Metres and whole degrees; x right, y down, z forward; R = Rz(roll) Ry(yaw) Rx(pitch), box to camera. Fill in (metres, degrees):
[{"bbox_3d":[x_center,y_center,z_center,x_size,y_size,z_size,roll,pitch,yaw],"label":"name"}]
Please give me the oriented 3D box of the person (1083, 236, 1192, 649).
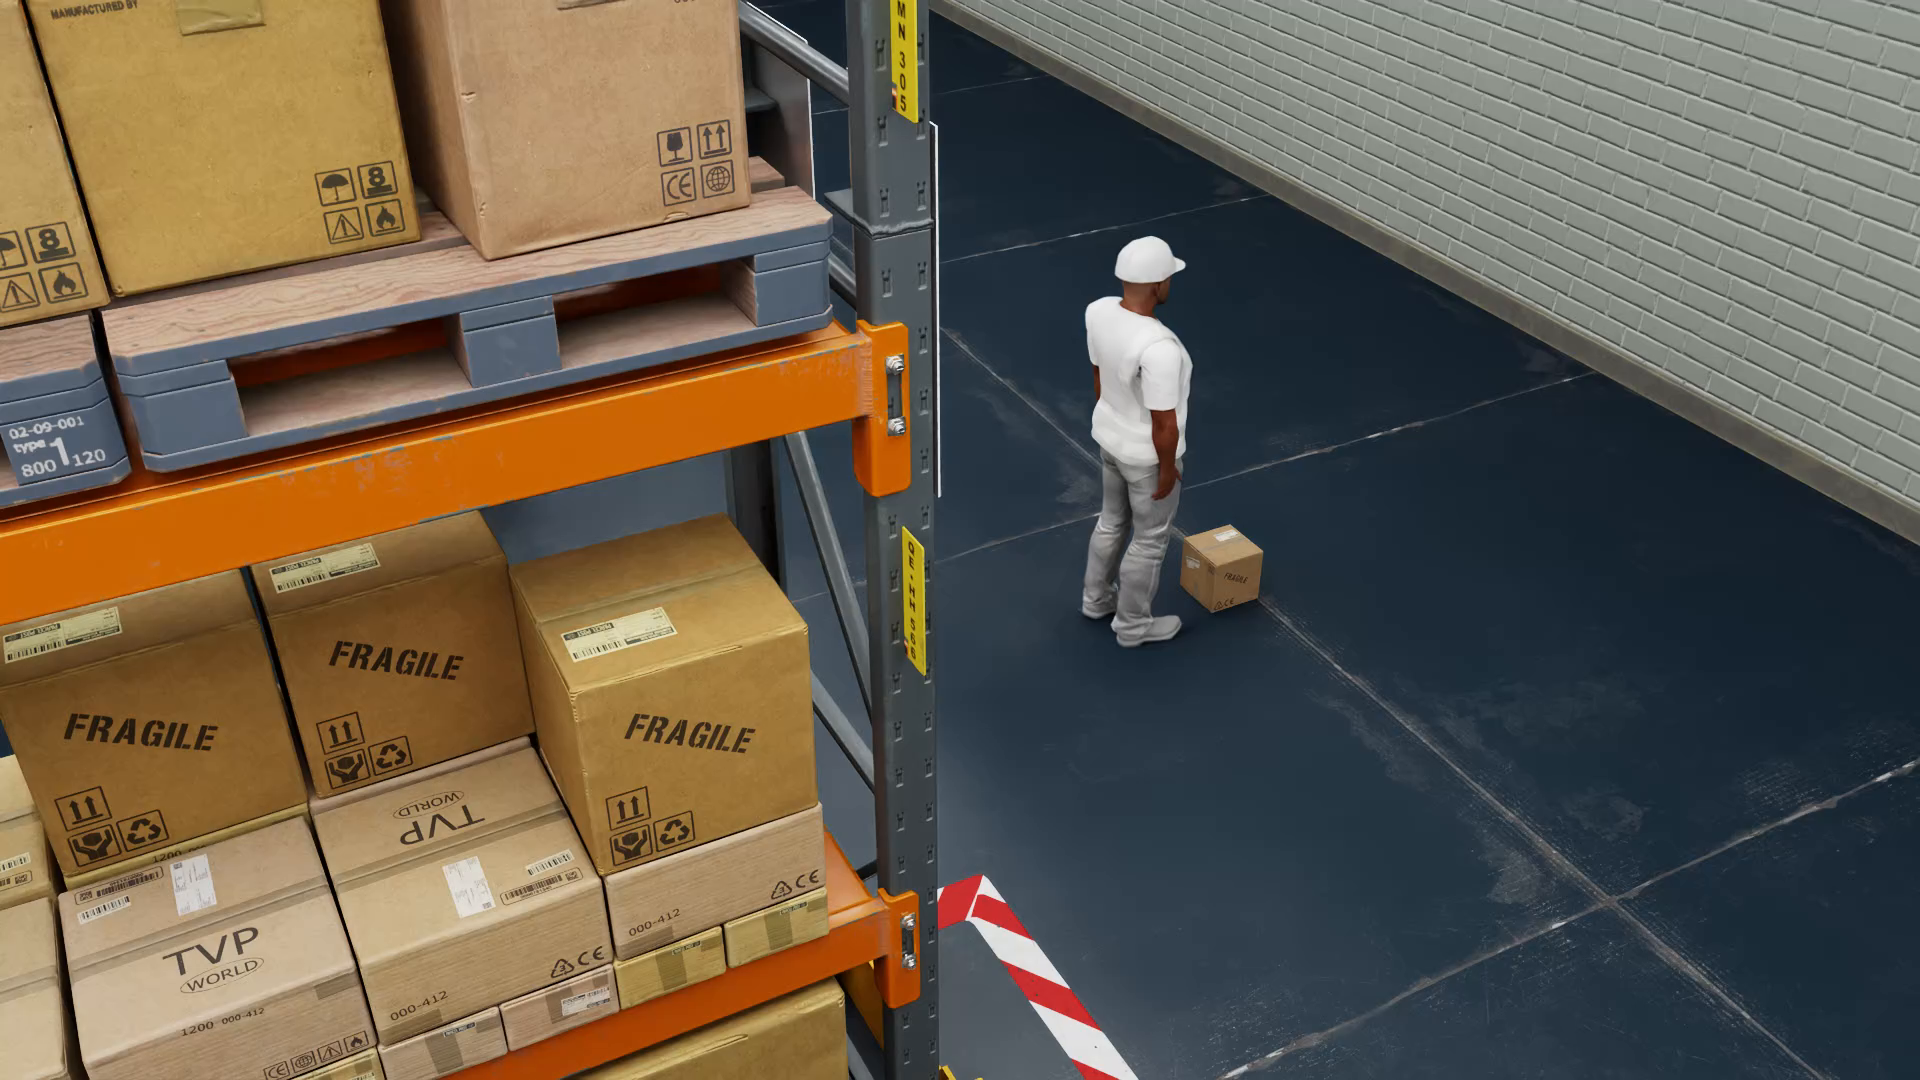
[{"bbox_3d":[0.719,-0.387,6.733,0.364,1.774,0.563,-15,36,-22],"label":"person"}]
